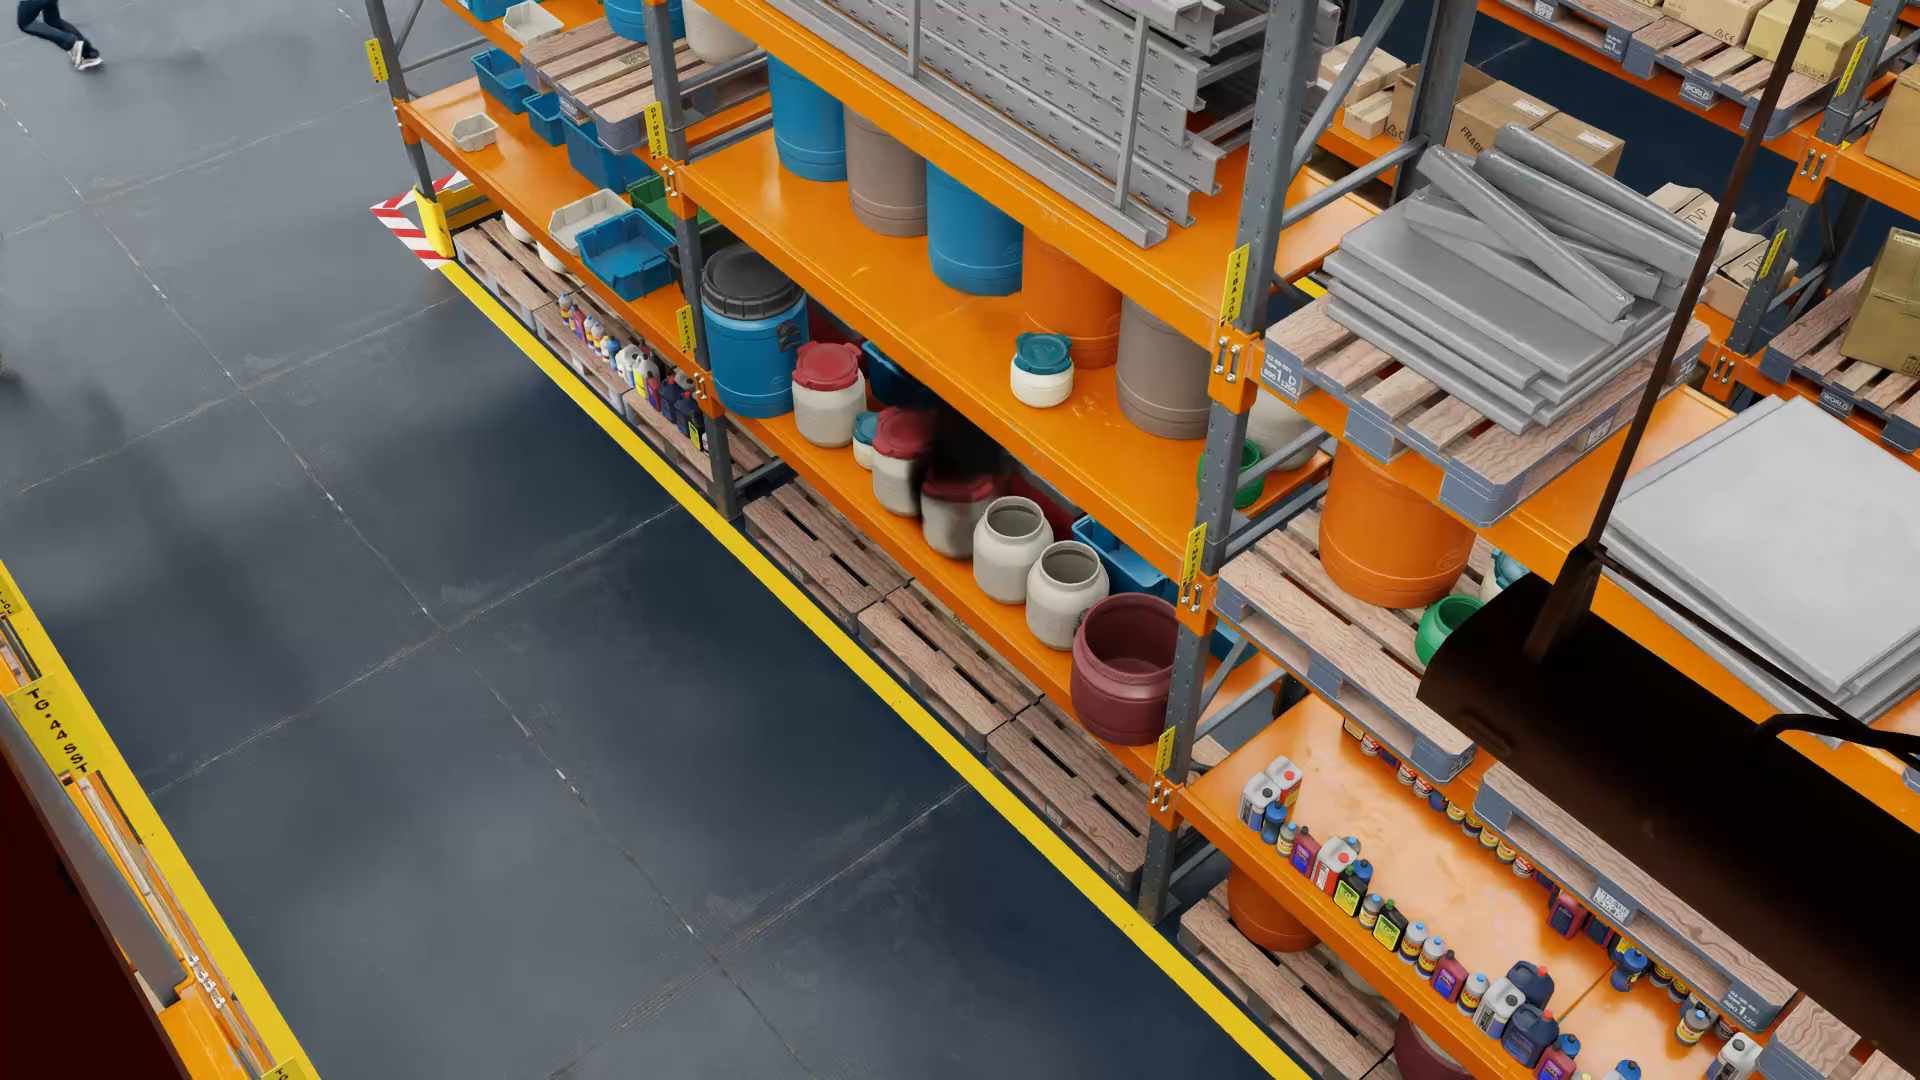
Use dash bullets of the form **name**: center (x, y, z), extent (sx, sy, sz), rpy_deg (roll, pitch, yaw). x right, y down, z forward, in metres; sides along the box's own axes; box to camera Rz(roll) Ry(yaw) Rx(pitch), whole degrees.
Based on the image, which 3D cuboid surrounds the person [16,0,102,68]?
- **person**: center (-8.034, -4.773, 14.440), extent (0.587, 1.559, 0.528), rpy_deg (-6, 47, -6)
